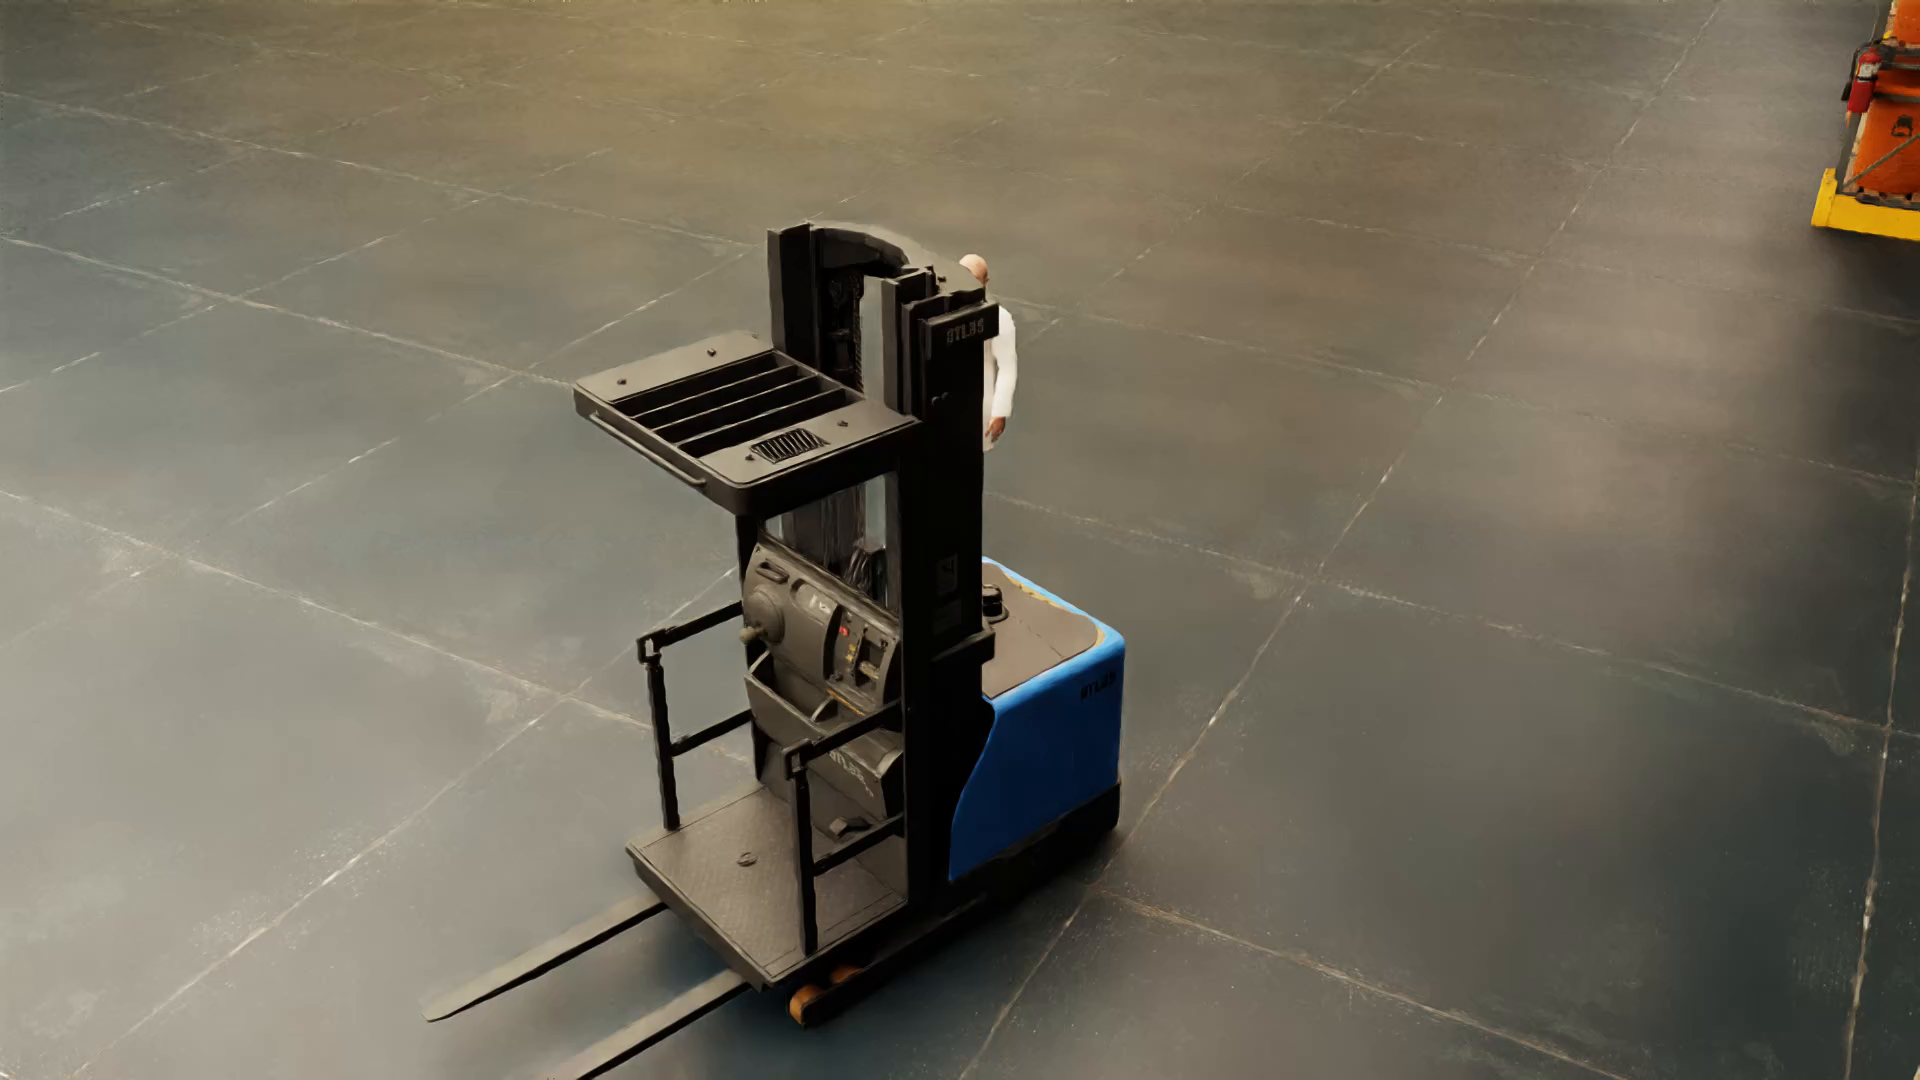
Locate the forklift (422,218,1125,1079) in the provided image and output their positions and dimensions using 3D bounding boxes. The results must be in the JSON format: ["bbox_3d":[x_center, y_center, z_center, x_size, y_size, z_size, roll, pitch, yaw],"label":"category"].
[{"bbox_3d":[-0.714,0.374,6.423,3.031,2.935,1.130,-24,37,-35],"label":"forklift"}]

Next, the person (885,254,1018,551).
[{"bbox_3d":[-0.048,-0.737,9.488,0.694,1.776,0.579,15,33,25],"label":"person"}]
